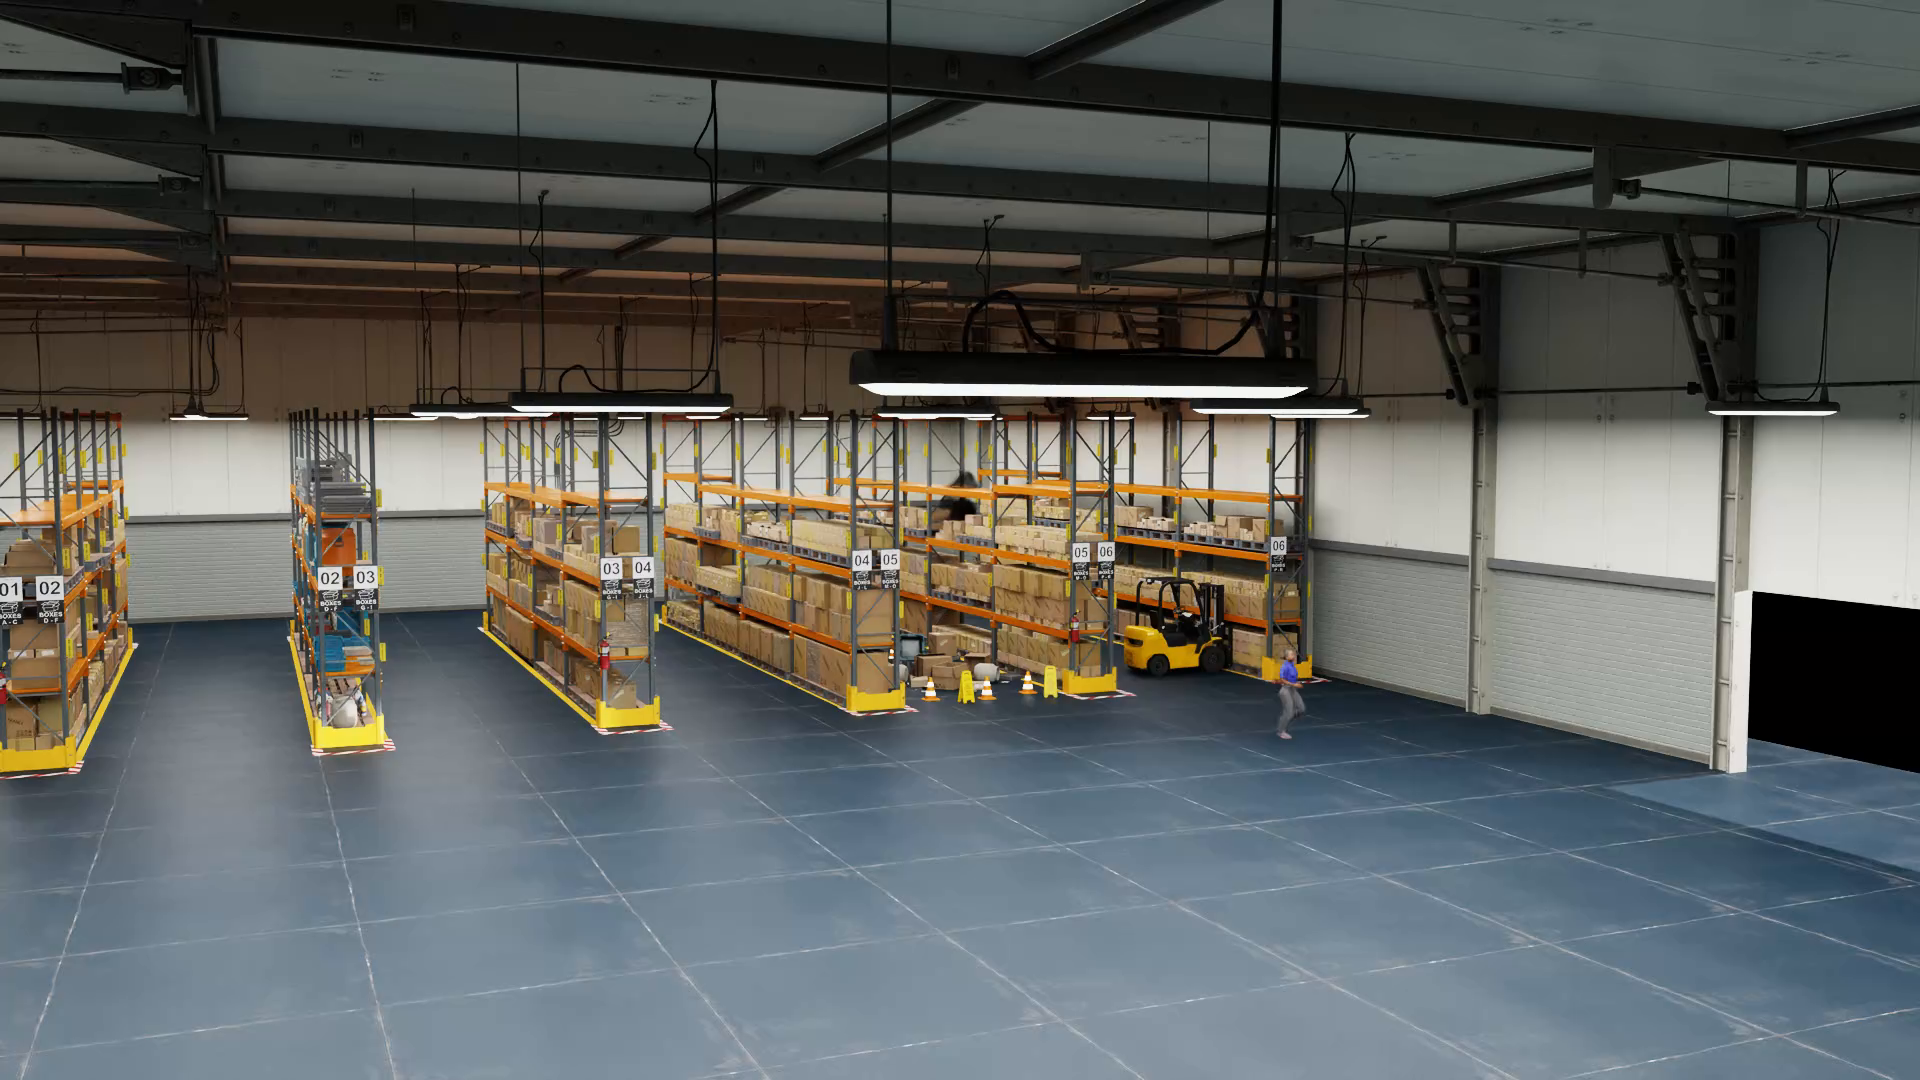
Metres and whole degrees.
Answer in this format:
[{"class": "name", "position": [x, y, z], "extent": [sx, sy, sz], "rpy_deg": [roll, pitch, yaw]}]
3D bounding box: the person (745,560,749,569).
[{"class": "person", "position": [-6.329, 1.440, 48.571], "extent": [0.758, 1.804, 0.730], "rpy_deg": [-3, 5, -35]}]

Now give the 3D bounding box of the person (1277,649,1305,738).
[{"class": "person", "position": [6.024, 2.794, 30.236], "extent": [0.537, 1.624, 0.624], "rpy_deg": [3, 5, 34]}]

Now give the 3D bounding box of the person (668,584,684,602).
[{"class": "person", "position": [-8.359, 1.405, 49.221], "extent": [0.736, 1.749, 0.711], "rpy_deg": [-3, 5, -39]}]

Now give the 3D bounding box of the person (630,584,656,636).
[{"class": "person", "position": [-8.618, 1.767, 45.145], "extent": [0.725, 1.629, 1.036], "rpy_deg": [-1, 4, -19]}]
